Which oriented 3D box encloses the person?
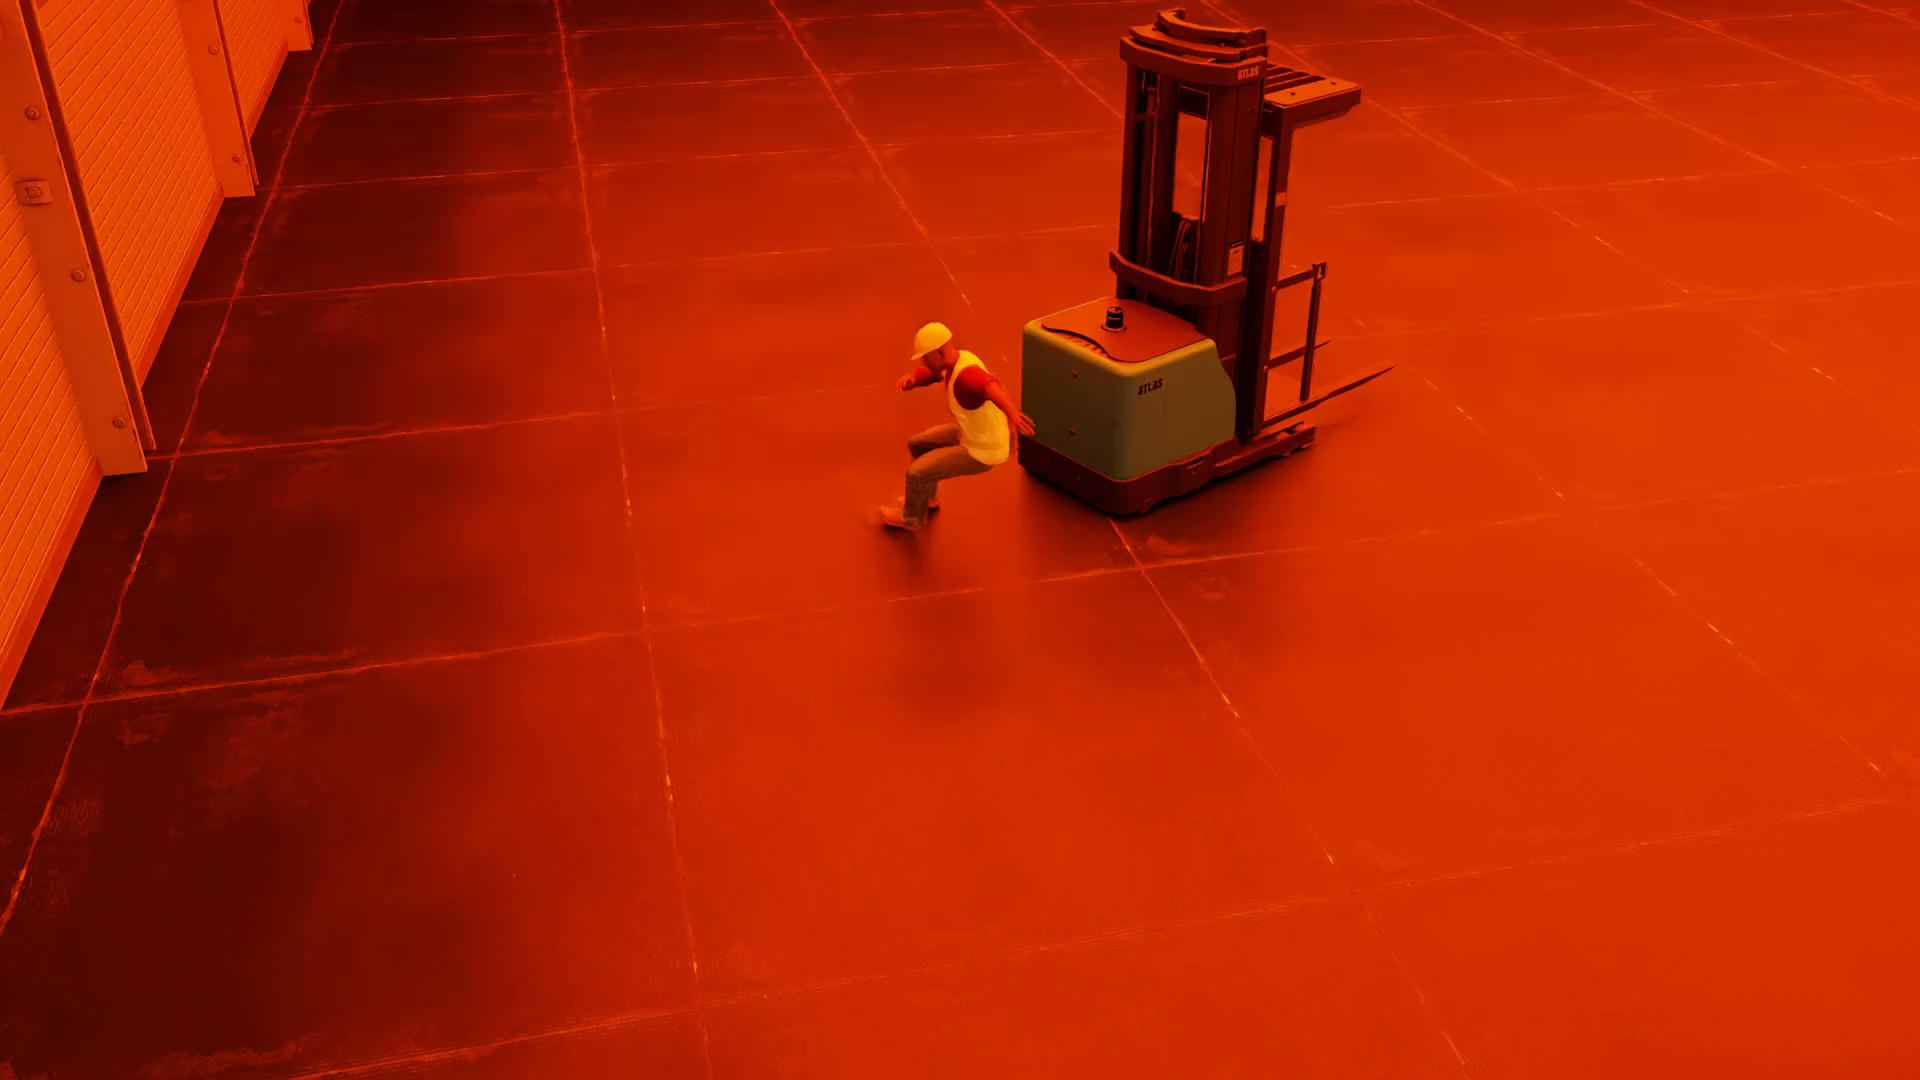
[{"bbox_3d":[-0.067,-0.564,10.094,0.849,1.438,1.335,-4,30,-6],"label":"person"}]

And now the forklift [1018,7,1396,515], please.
[{"bbox_3d":[1.851,-2.029,11.079,3.031,2.935,1.130,-22,37,-33],"label":"forklift"}]
